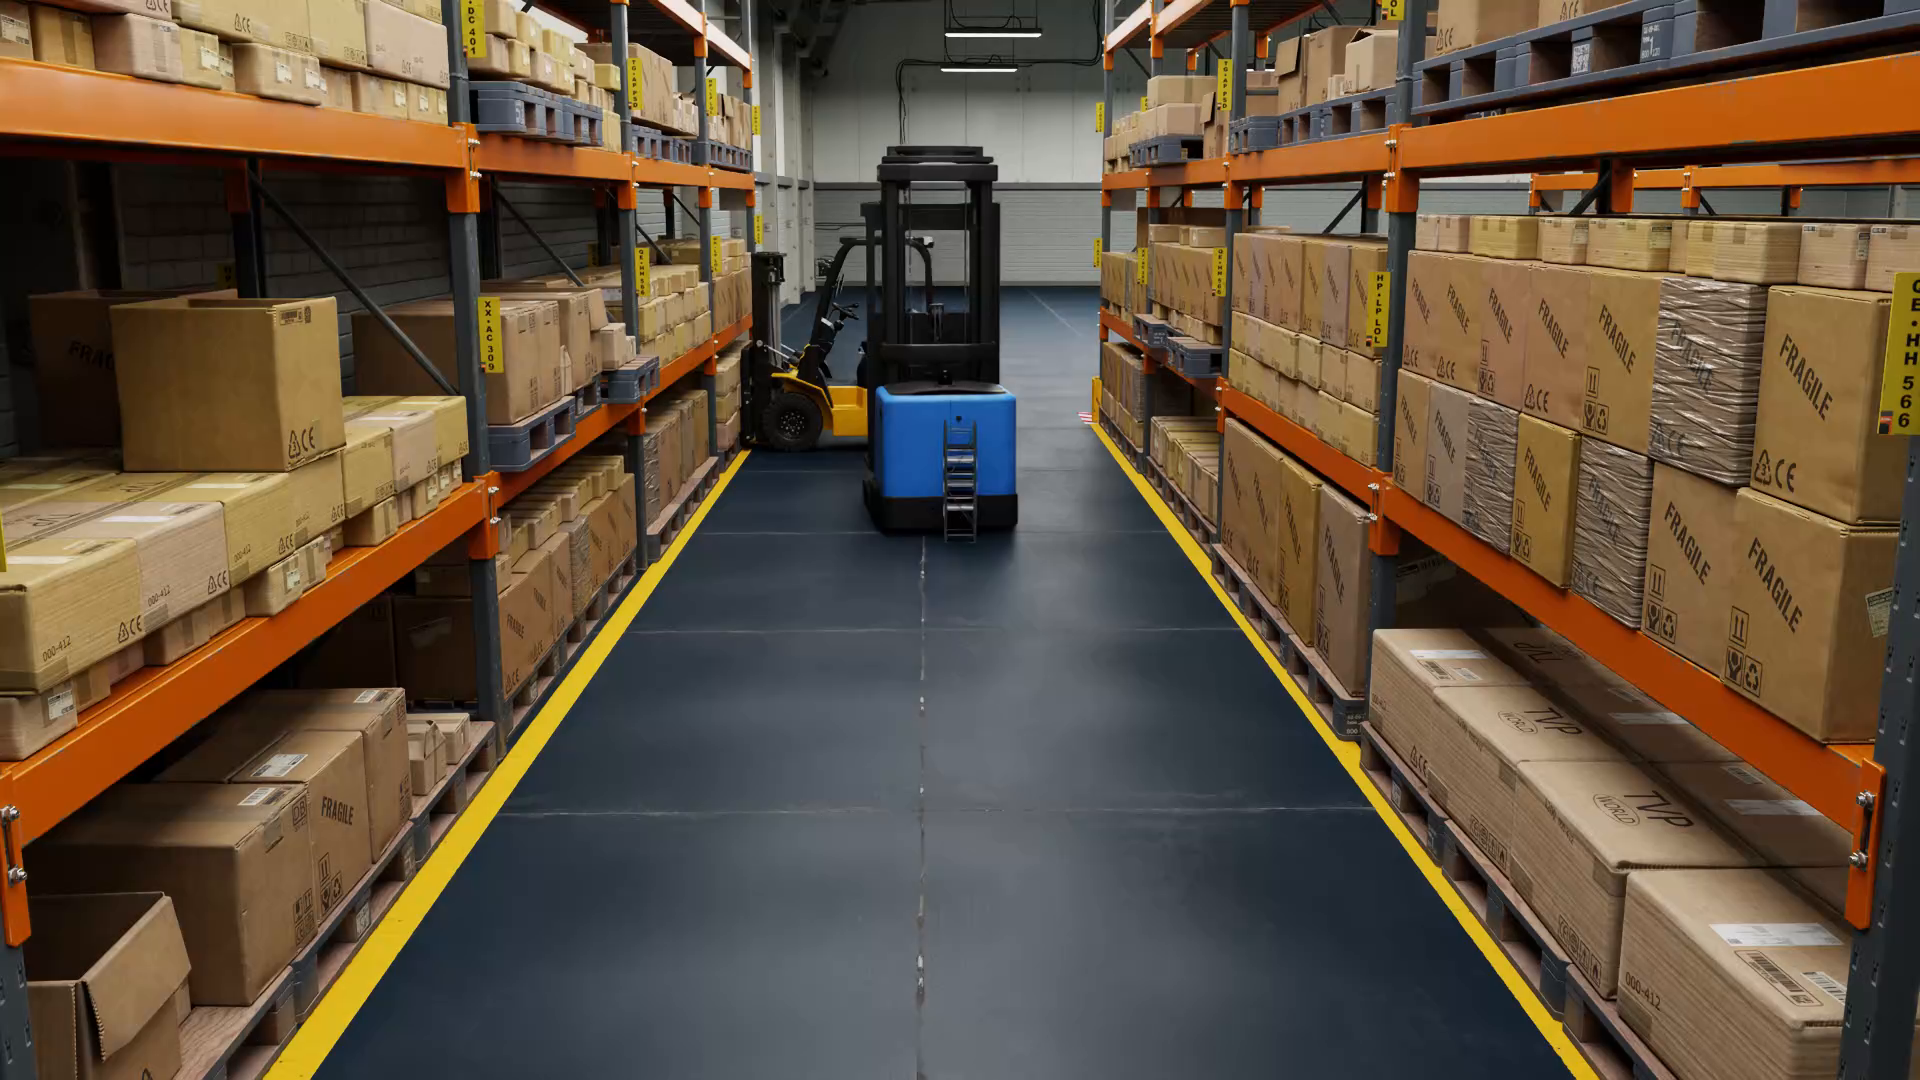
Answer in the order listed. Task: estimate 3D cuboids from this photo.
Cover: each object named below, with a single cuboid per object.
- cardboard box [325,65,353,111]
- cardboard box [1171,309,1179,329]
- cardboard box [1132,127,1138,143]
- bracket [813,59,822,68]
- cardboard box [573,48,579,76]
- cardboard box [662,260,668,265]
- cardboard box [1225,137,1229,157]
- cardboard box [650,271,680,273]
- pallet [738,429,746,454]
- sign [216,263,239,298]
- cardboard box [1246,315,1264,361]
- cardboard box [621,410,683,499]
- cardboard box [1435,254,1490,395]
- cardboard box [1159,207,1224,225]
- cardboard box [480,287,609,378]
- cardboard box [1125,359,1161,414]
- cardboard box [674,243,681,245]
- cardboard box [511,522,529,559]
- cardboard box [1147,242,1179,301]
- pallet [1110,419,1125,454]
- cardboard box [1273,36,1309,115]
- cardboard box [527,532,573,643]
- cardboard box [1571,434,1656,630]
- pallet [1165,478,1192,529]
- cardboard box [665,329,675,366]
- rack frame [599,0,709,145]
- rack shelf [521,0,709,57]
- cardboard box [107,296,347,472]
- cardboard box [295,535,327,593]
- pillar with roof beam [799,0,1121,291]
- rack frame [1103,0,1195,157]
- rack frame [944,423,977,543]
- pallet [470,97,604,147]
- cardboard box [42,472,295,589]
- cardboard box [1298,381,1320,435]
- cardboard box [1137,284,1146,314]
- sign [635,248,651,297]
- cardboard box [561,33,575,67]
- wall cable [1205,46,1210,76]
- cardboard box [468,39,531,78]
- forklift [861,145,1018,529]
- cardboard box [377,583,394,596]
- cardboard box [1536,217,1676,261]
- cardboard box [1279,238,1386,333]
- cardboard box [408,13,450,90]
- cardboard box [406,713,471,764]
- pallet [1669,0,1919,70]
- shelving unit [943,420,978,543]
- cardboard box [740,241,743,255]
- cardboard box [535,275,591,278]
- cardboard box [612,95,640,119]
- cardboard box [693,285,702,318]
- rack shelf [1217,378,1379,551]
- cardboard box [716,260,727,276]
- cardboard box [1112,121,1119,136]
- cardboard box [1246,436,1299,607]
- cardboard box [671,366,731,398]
[{"bbox_3d":[-2.309,-1.536,5.673,0.380,0.149,0.250,0,11,1],"label":"cardboard box"},{"bbox_3d":[1.904,-1.787,13.399,0.380,0.149,0.250,0,11,1],"label":"cardboard box"},{"bbox_3d":[1.920,-3.804,15.851,0.500,0.250,0.500,0,11,-2],"label":"cardboard box"},{"bbox_3d":[-3.979,-13.293,46.397,0.235,0.232,0.430,0,11,-1],"label":"bracket"},{"bbox_3d":[-2.341,-2.671,9.263,0.380,0.149,0.250,0,11,-1],"label":"cardboard box"},{"bbox_3d":[-3.009,-2.687,16.375,0.380,0.149,0.250,0,11,1],"label":"cardboard box"},{"bbox_3d":[2.062,-2.738,11.597,0.380,0.149,0.250,0,11,-1],"label":"cardboard box"},{"bbox_3d":[-2.468,-2.100,13.481,0.380,0.149,0.250,0,11,-1],"label":"cardboard box"},{"bbox_3d":[-2.756,-1.088,17.393,1.003,0.211,1.213,0,11,-1],"label":"pallet"},{"bbox_3d":[-3.143,-1.028,7.169,0.100,0.325,0.005,0,11,-1],"label":"sign"},{"bbox_3d":[2.065,-1.247,10.280,0.500,0.250,0.500,0,11,0],"label":"cardboard box"},{"bbox_3d":[-2.705,-0.688,13.324,0.875,0.625,0.625,-1,11,-4],"label":"cardboard box"},{"bbox_3d":[2.147,-0.827,6.327,0.500,0.500,0.500,0,11,-2],"label":"cardboard box"},{"bbox_3d":[2.344,-3.153,17.041,0.700,0.500,0.500,0,11,-2],"label":"cardboard box"},{"bbox_3d":[-2.452,-1.191,9.570,0.797,0.503,0.637,-1,11,-2],"label":"cardboard box"},{"bbox_3d":[1.917,-1.518,16.471,0.500,0.500,0.500,0,11,0],"label":"cardboard box"},{"bbox_3d":[-3.030,-2.934,16.844,0.380,0.149,0.250,0,11,0],"label":"cardboard box"},{"bbox_3d":[-2.448,0.005,8.587,0.380,0.149,0.250,0,11,-2],"label":"cardboard box"},{"bbox_3d":[1.932,-2.381,14.695,0.500,0.500,0.500,0,11,0],"label":"cardboard box"},{"bbox_3d":[2.132,-1.085,17.375,1.003,0.211,1.213,0,11,-1],"label":"pallet"},{"bbox_3d":[2.451,-2.932,10.606,0.797,0.503,0.637,-1,12,-5],"label":"cardboard box"},{"bbox_3d":[-2.400,0.254,8.995,0.500,0.500,0.500,-1,11,-3],"label":"cardboard box"},{"bbox_3d":[2.167,-0.035,4.937,0.500,0.500,0.500,0,11,0],"label":"cardboard box"},{"bbox_3d":[2.255,-0.310,13.558,1.003,0.211,1.213,0,11,-1],"label":"pallet"},{"bbox_3d":[-2.458,-1.477,12.670,0.500,0.250,0.500,-1,11,-3],"label":"cardboard box"},{"bbox_3d":[-2.753,-4.994,14.541,1.000,3.000,0.127,0,11,-1],"label":"rack frame"},{"bbox_3d":[-2.712,-4.048,12.693,1.077,0.370,4.000,0,11,-1],"label":"rack shelf"},{"bbox_3d":[-2.276,-0.498,5.210,0.500,0.500,0.500,0,11,0],"label":"cardboard box"},{"bbox_3d":[-2.240,0.080,5.253,0.380,0.149,0.250,0,11,0],"label":"cardboard box"},{"bbox_3d":[-0.038,-11.628,47.242,9.100,9.000,0.548,0,11,-1],"label":"pillar with roof beam"},{"bbox_3d":[2.127,-5.810,18.564,1.000,3.000,0.127,0,11,-1],"label":"rack frame"},{"bbox_3d":[0.002,-0.419,12.362,0.240,0.900,0.006,0,11,-1],"label":"rack frame"},{"bbox_3d":[-2.556,-2.177,8.676,1.213,0.211,1.003,0,11,-1],"label":"pallet"},{"bbox_3d":[-2.270,-0.033,4.805,0.500,0.250,0.500,0,11,-2],"label":"cardboard box"},{"bbox_3d":[2.113,-0.701,8.846,0.500,0.250,0.500,-1,11,-3],"label":"cardboard box"},{"bbox_3d":[1.952,-2.357,15.632,0.500,0.500,0.500,-1,11,-3],"label":"cardboard box"},{"bbox_3d":[-2.128,-1.791,11.131,0.100,0.325,0.005,0,11,-1],"label":"sign"},{"bbox_3d":[-2.246,-2.578,8.754,0.380,0.149,0.250,0,11,-1],"label":"cardboard box"},{"bbox_3d":[6.411,-13.904,49.907,2.305,6.003,0.169,0,11,-1],"label":"wall cable"},{"bbox_3d":[-2.167,-2.178,7.529,0.380,0.149,0.250,0,11,-1],"label":"cardboard box"},{"bbox_3d":[-0.249,-1.762,13.872,1.130,2.935,3.031,-1,12,-7],"label":"forklift"},{"bbox_3d":[-2.884,0.166,7.796,0.380,0.149,0.250,-1,11,-3],"label":"cardboard box"},{"bbox_3d":[2.198,-1.024,5.664,0.380,0.149,0.250,0,11,-1],"label":"cardboard box"},{"bbox_3d":[2.080,-1.418,9.237,0.500,0.500,0.500,0,11,0],"label":"cardboard box"},{"bbox_3d":[-2.327,-1.911,6.518,0.500,0.250,0.500,0,11,-1],"label":"cardboard box"},{"bbox_3d":[-2.283,0.838,7.001,0.380,0.149,0.250,-1,11,-3],"label":"cardboard box"},{"bbox_3d":[2.432,-1.263,3.921,1.003,0.211,1.213,0,11,-1],"label":"pallet"},{"bbox_3d":[0.000,-0.439,12.462,0.258,0.900,0.210,0,11,-1],"label":"shelving unit"},{"bbox_3d":[-2.502,-3.089,17.611,0.380,0.149,0.250,0,11,0],"label":"cardboard box"},{"bbox_3d":[-3.032,-1.943,12.707,0.380,0.149,0.250,0,11,-2],"label":"cardboard box"},{"bbox_3d":[-2.374,-2.939,11.239,0.380,0.166,0.250,0,11,-1],"label":"cardboard box"},{"bbox_3d":[-2.469,-2.026,14.123,0.500,0.250,0.500,-1,11,-3],"label":"cardboard box"},{"bbox_3d":[2.333,-0.530,9.434,1.077,0.370,4.000,0,11,-1],"label":"rack shelf"},{"bbox_3d":[-2.468,-2.637,16.132,0.380,0.149,0.250,0,11,0],"label":"cardboard box"},{"bbox_3d":[1.826,-4.386,17.716,0.380,0.149,0.250,0,11,-1],"label":"cardboard box"},{"bbox_3d":[2.238,-0.129,9.939,0.875,0.875,0.875,0,11,0],"label":"cardboard box"},{"bbox_3d":[-2.449,-1.499,15.750,0.500,0.250,0.500,0,11,-2],"label":"cardboard box"}]
